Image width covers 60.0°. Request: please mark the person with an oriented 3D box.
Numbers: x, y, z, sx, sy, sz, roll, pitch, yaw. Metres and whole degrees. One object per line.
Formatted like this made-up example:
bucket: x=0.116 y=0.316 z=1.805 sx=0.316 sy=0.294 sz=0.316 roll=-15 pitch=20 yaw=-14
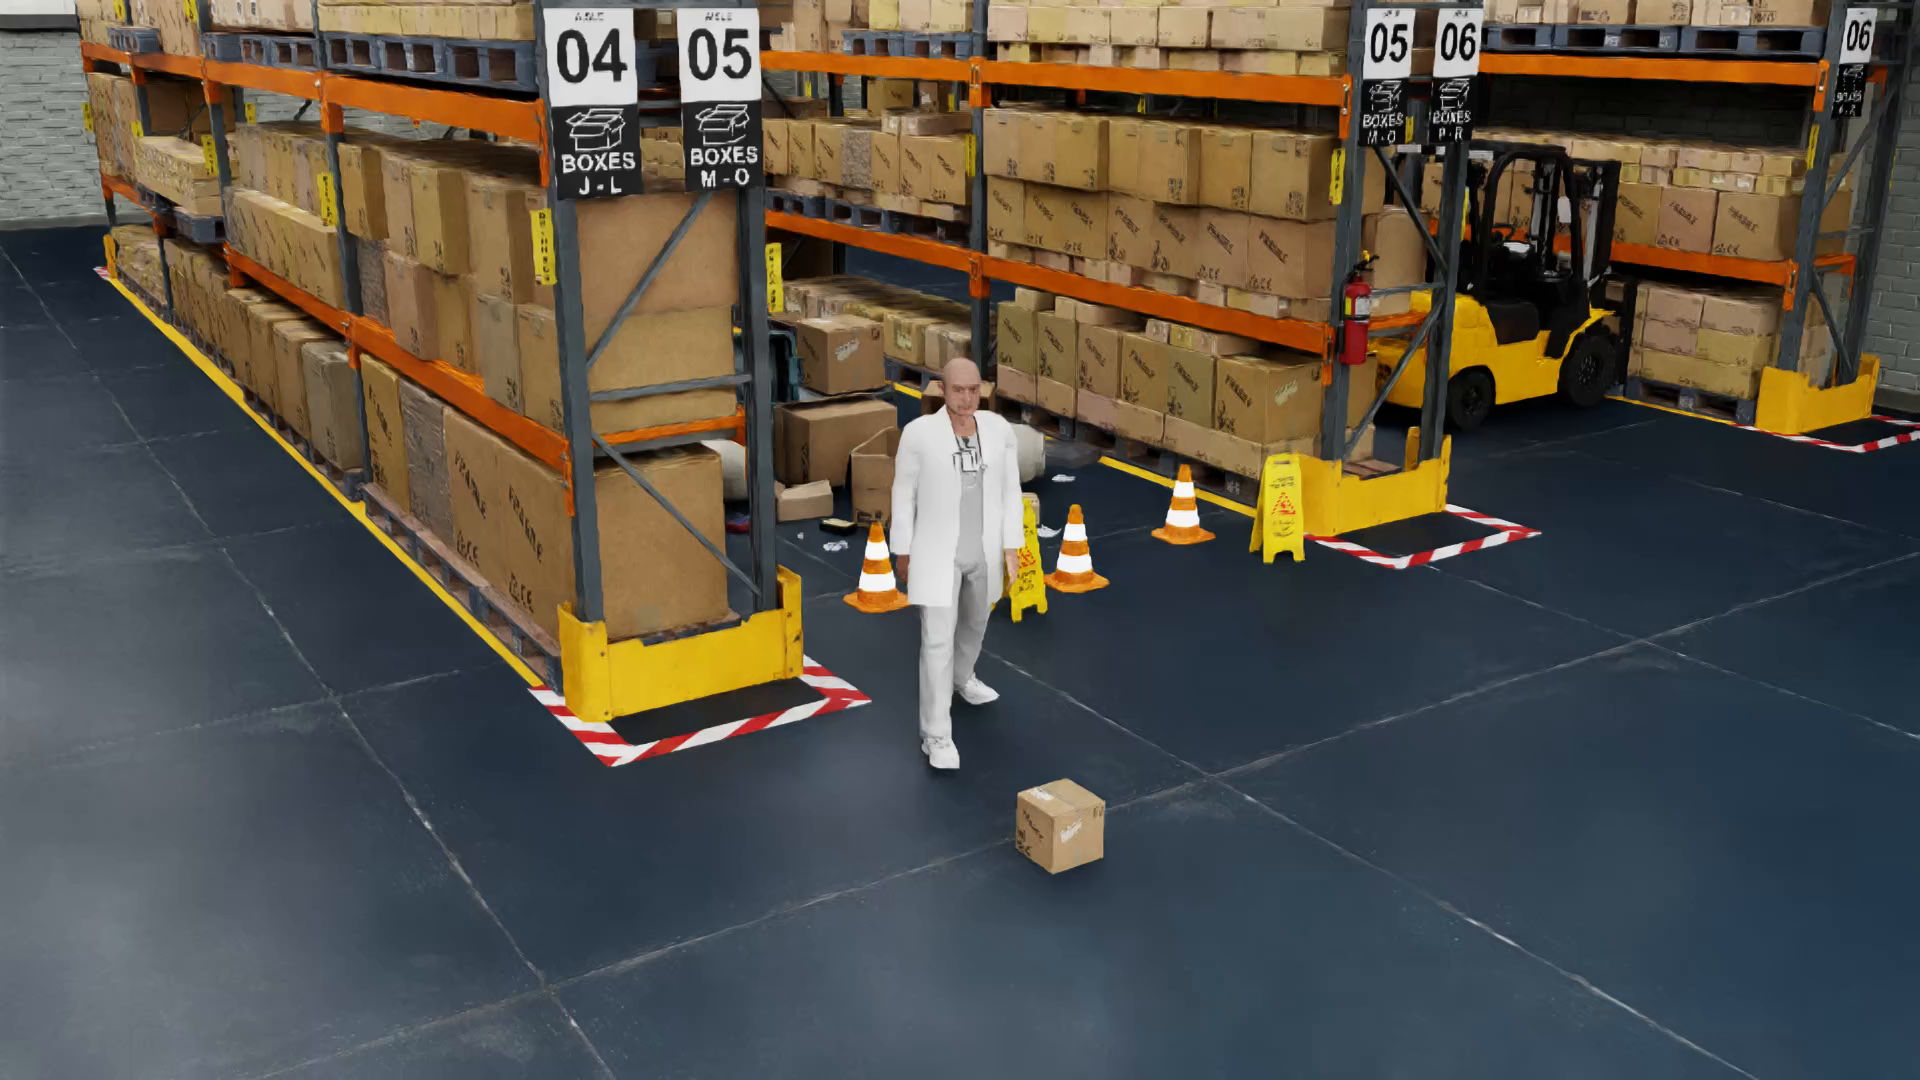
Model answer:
person: x=-0.008 y=0.047 z=7.434 sx=0.585 sy=1.759 sz=0.927 roll=-7 pitch=19 yaw=-22
